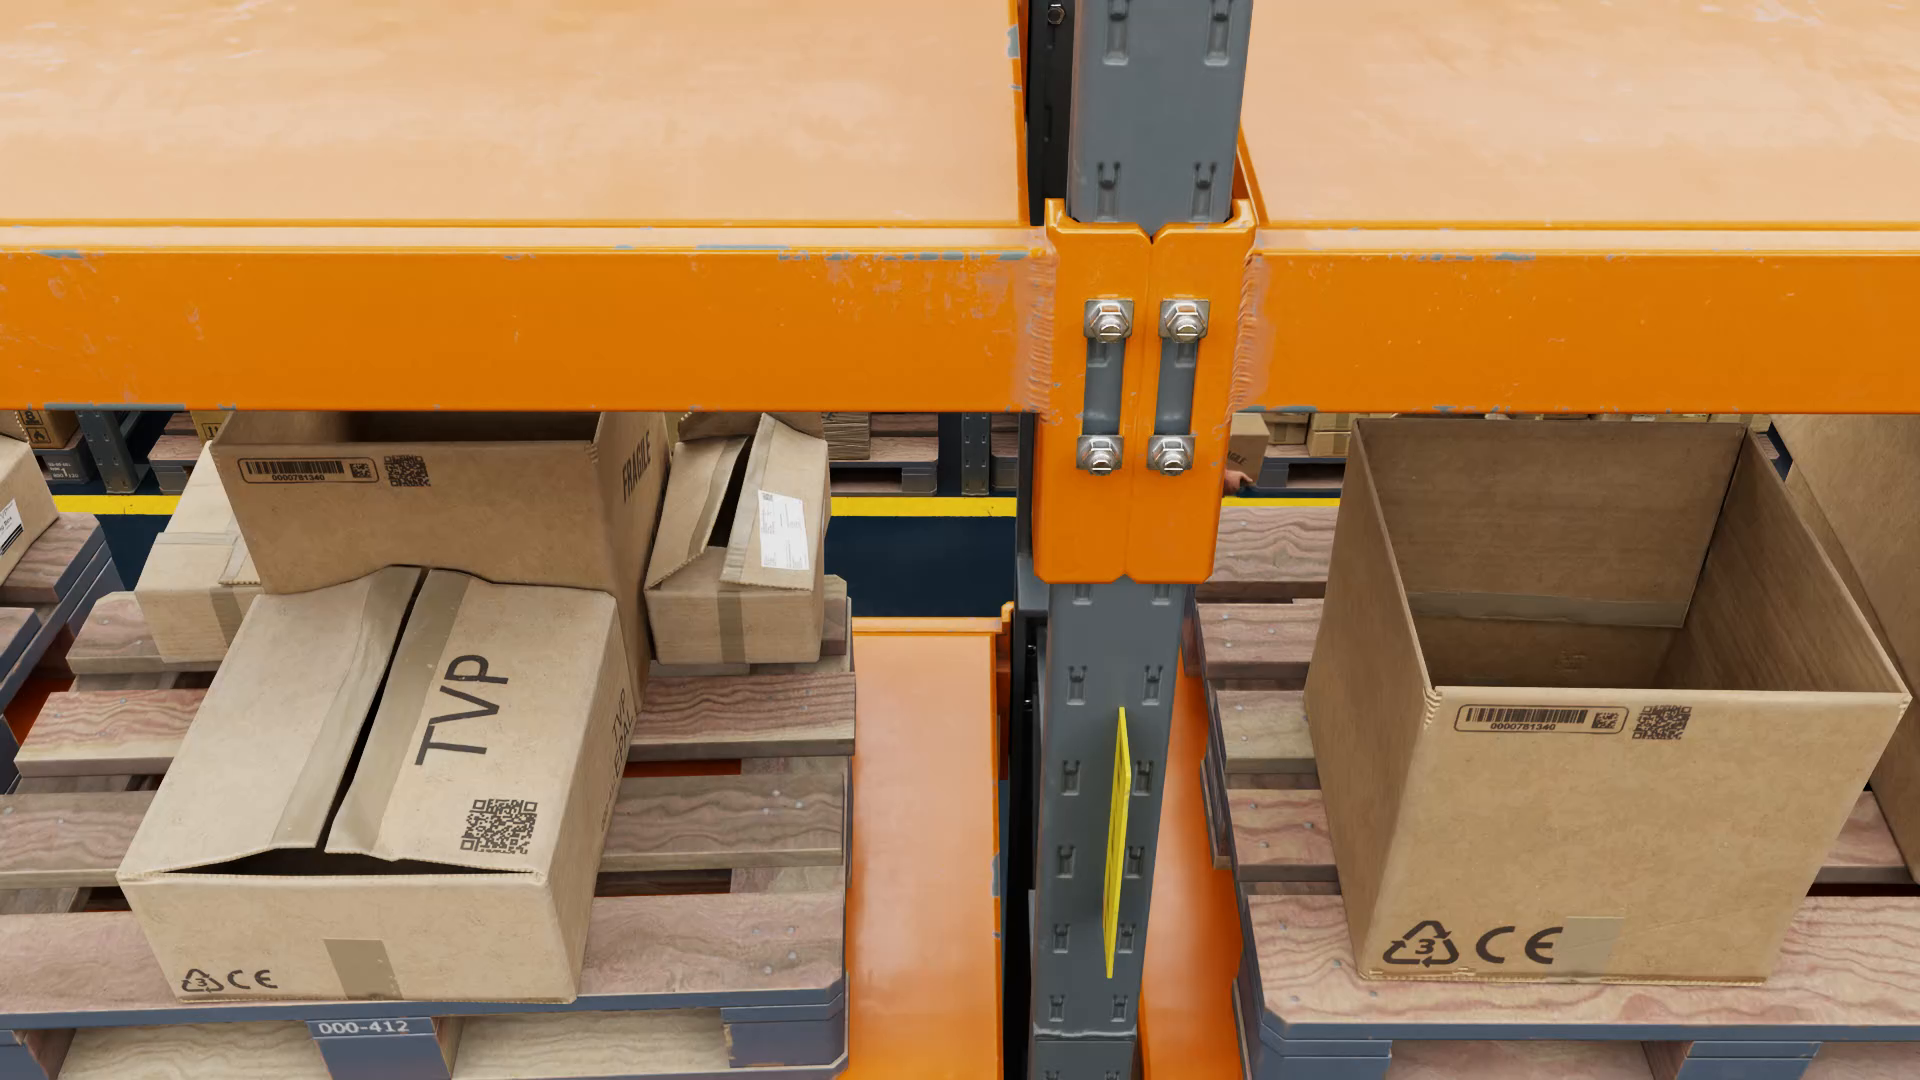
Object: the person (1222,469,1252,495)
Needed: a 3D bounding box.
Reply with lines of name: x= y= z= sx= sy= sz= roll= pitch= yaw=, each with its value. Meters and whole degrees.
person: x=0.816 y=-0.271 z=6.465 sx=0.566 sy=1.767 sz=0.493 roll=-5 pitch=40 yaw=-6
